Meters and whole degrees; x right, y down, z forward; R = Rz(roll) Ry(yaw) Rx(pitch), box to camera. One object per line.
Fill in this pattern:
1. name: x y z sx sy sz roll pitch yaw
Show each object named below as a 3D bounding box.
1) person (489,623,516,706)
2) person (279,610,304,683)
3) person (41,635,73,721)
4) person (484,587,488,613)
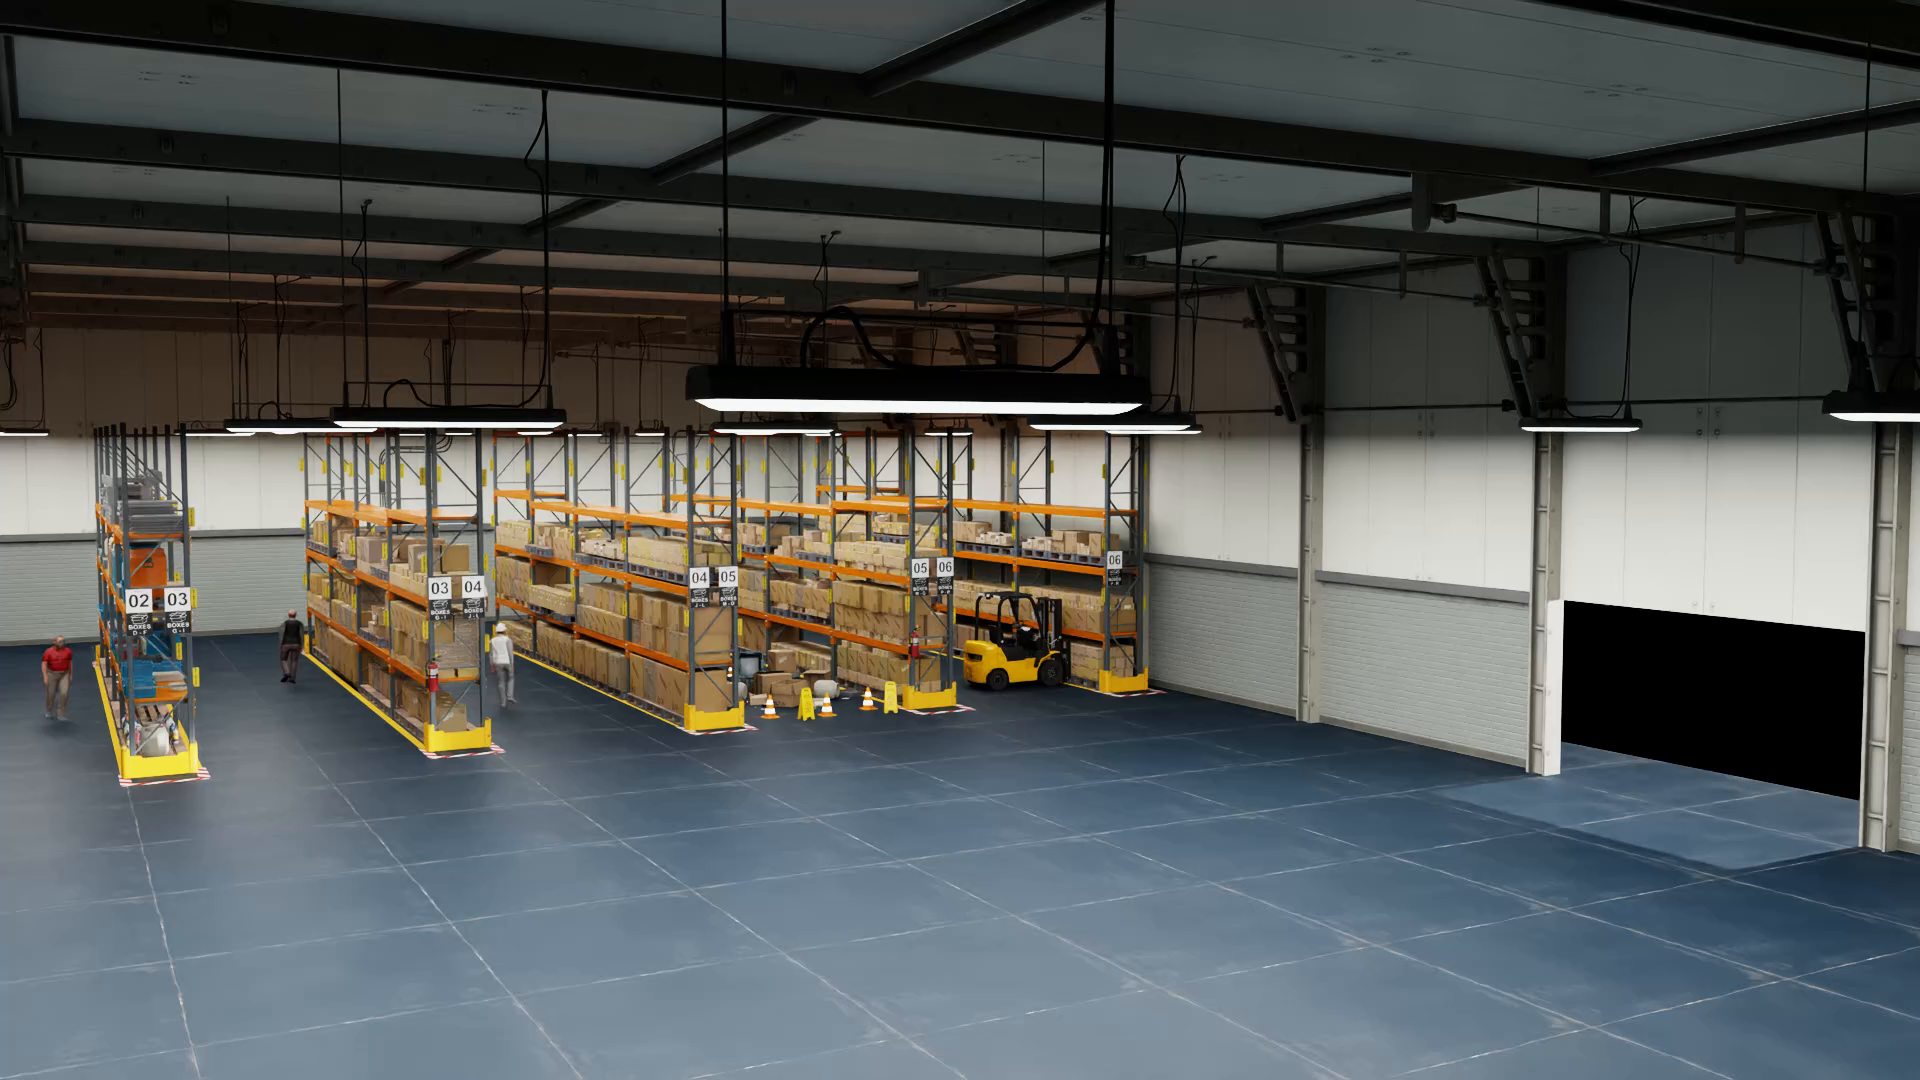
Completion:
1. person: -9.826 2.669 35.694 0.543 1.763 0.540 -1 4 -16
2. person: -15.676 2.493 38.995 0.565 1.719 0.460 -2 4 -28
3. person: -18.457 2.843 34.025 0.618 1.780 0.672 -3 5 -43
4. person: -14.067 1.922 48.423 0.534 1.709 1.116 0 3 4
